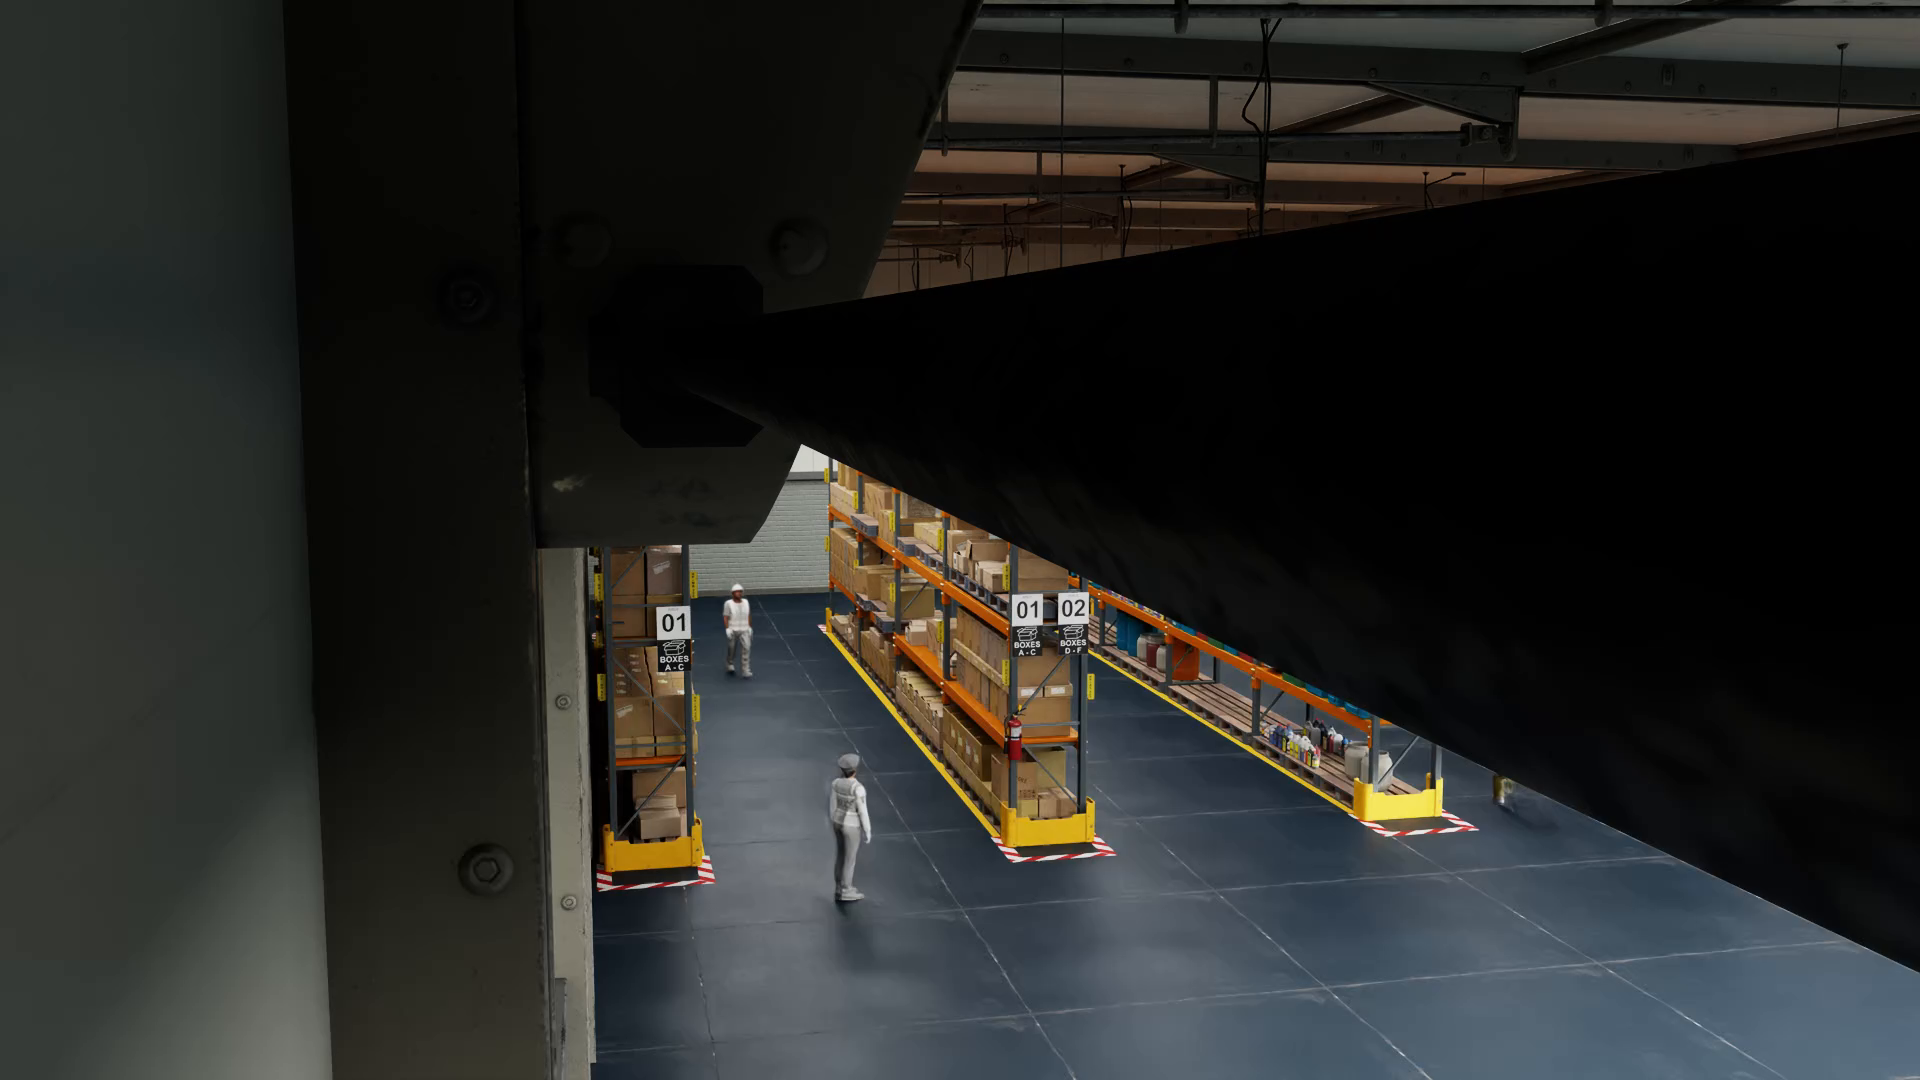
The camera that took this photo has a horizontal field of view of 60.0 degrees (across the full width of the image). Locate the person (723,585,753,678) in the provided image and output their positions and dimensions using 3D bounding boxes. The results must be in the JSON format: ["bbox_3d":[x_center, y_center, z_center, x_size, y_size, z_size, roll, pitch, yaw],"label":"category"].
[{"bbox_3d":[-4.191,1.721,31.566,0.606,1.738,1.016,-2,7,-19],"label":"person"}]

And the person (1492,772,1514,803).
[{"bbox_3d":[7.568,2.728,23.042,0.676,1.721,1.143,2,7,13],"label":"person"}]

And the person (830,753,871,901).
[{"bbox_3d":[-1.245,3.261,18.932,0.393,1.698,0.542,-5,8,-37],"label":"person"}]
